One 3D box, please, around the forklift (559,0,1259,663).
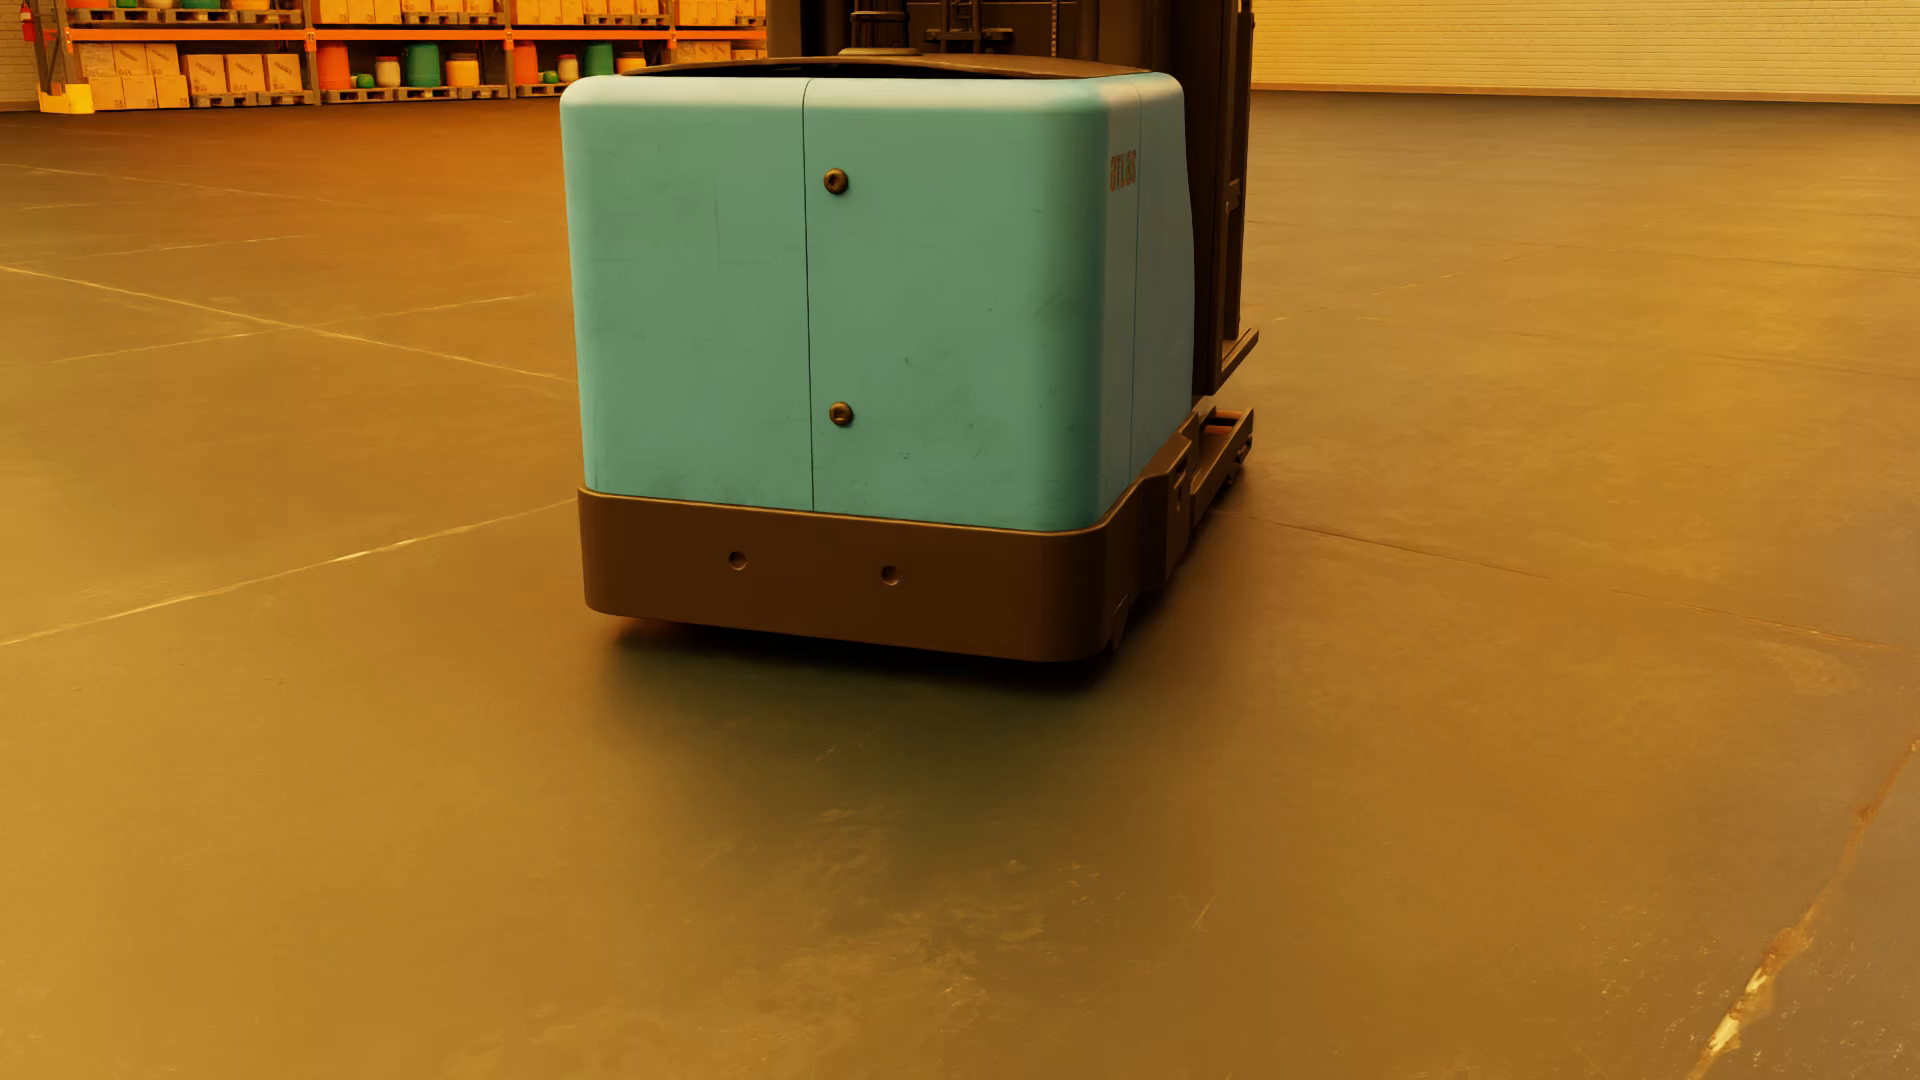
[{"bbox_3d":[0.182,-1.571,4.072,1.130,2.935,3.031,5,18,17],"label":"forklift"}]
